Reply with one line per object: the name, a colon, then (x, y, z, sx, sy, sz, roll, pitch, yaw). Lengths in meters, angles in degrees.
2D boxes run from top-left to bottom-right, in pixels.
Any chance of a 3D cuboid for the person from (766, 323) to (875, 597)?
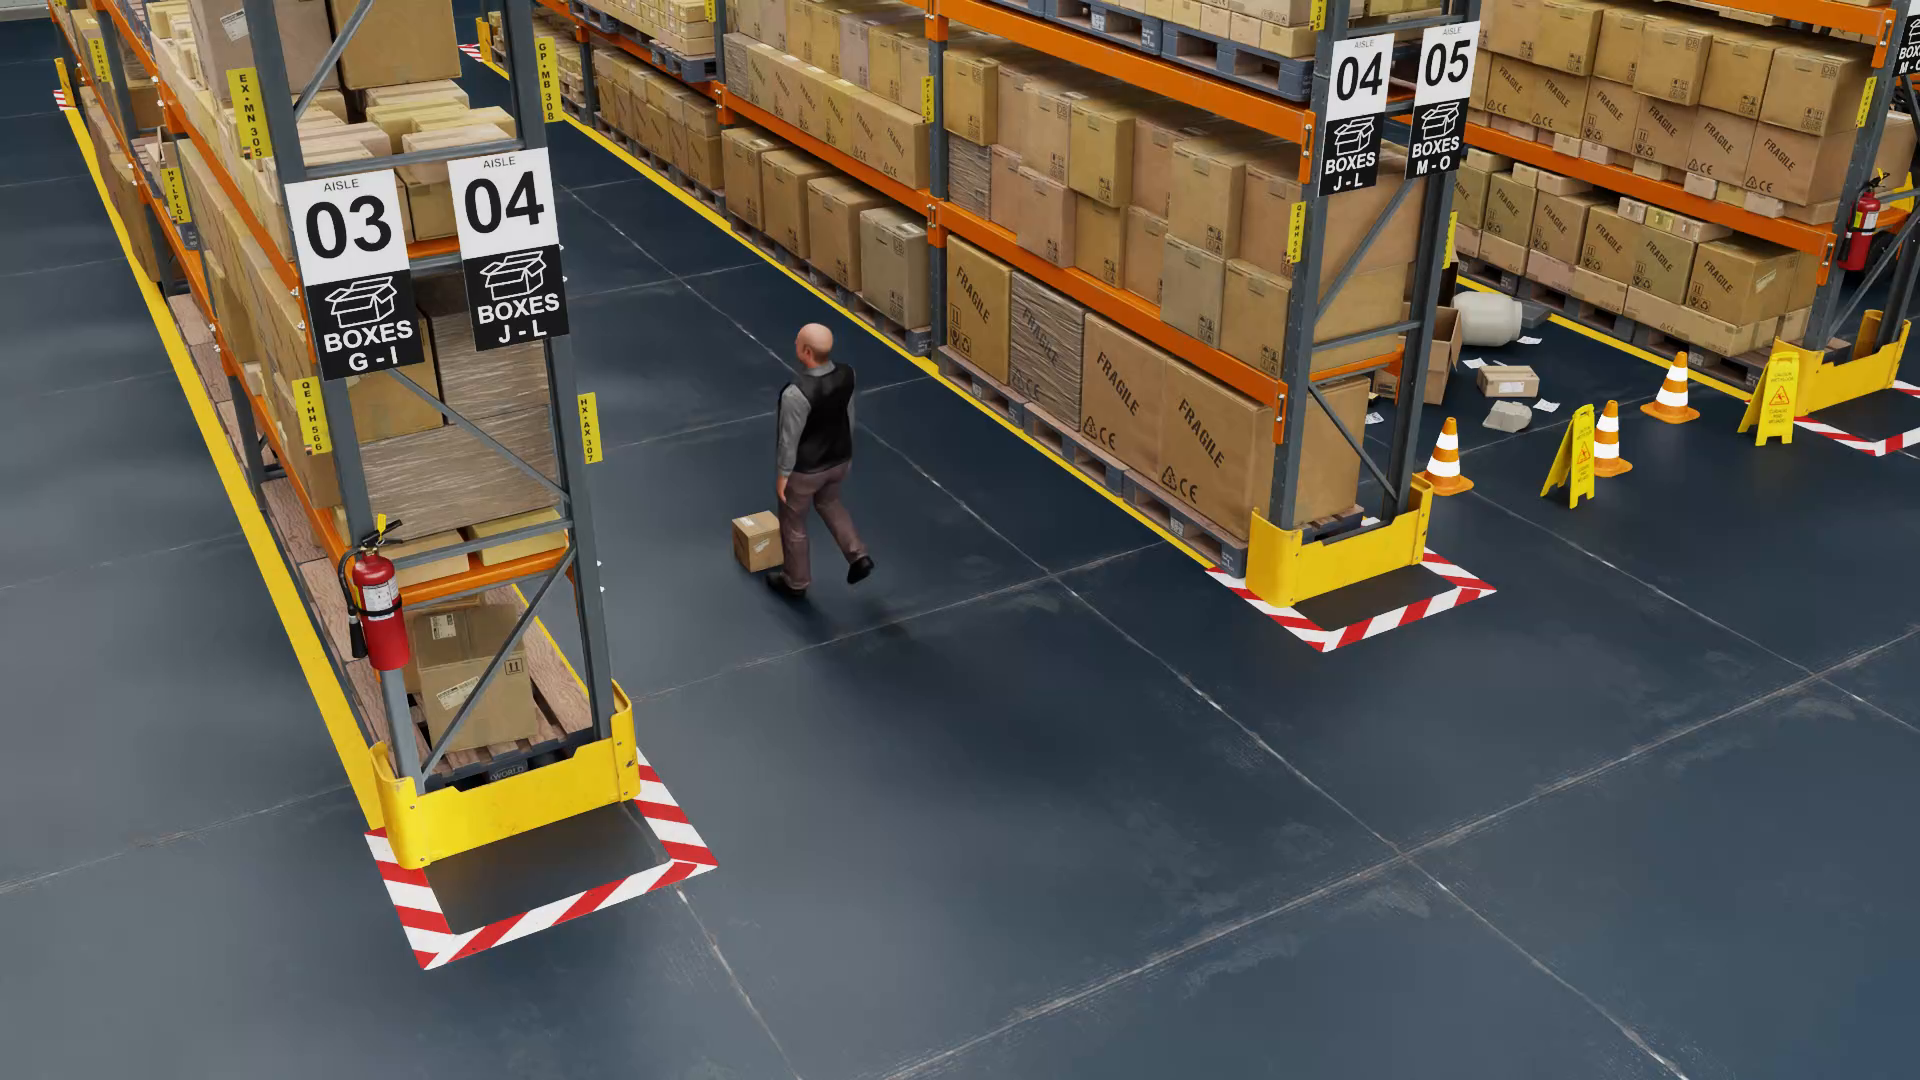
person: (-0.839, -0.438, 9.343, 0.660, 1.709, 0.564, 25, 37, 37)
